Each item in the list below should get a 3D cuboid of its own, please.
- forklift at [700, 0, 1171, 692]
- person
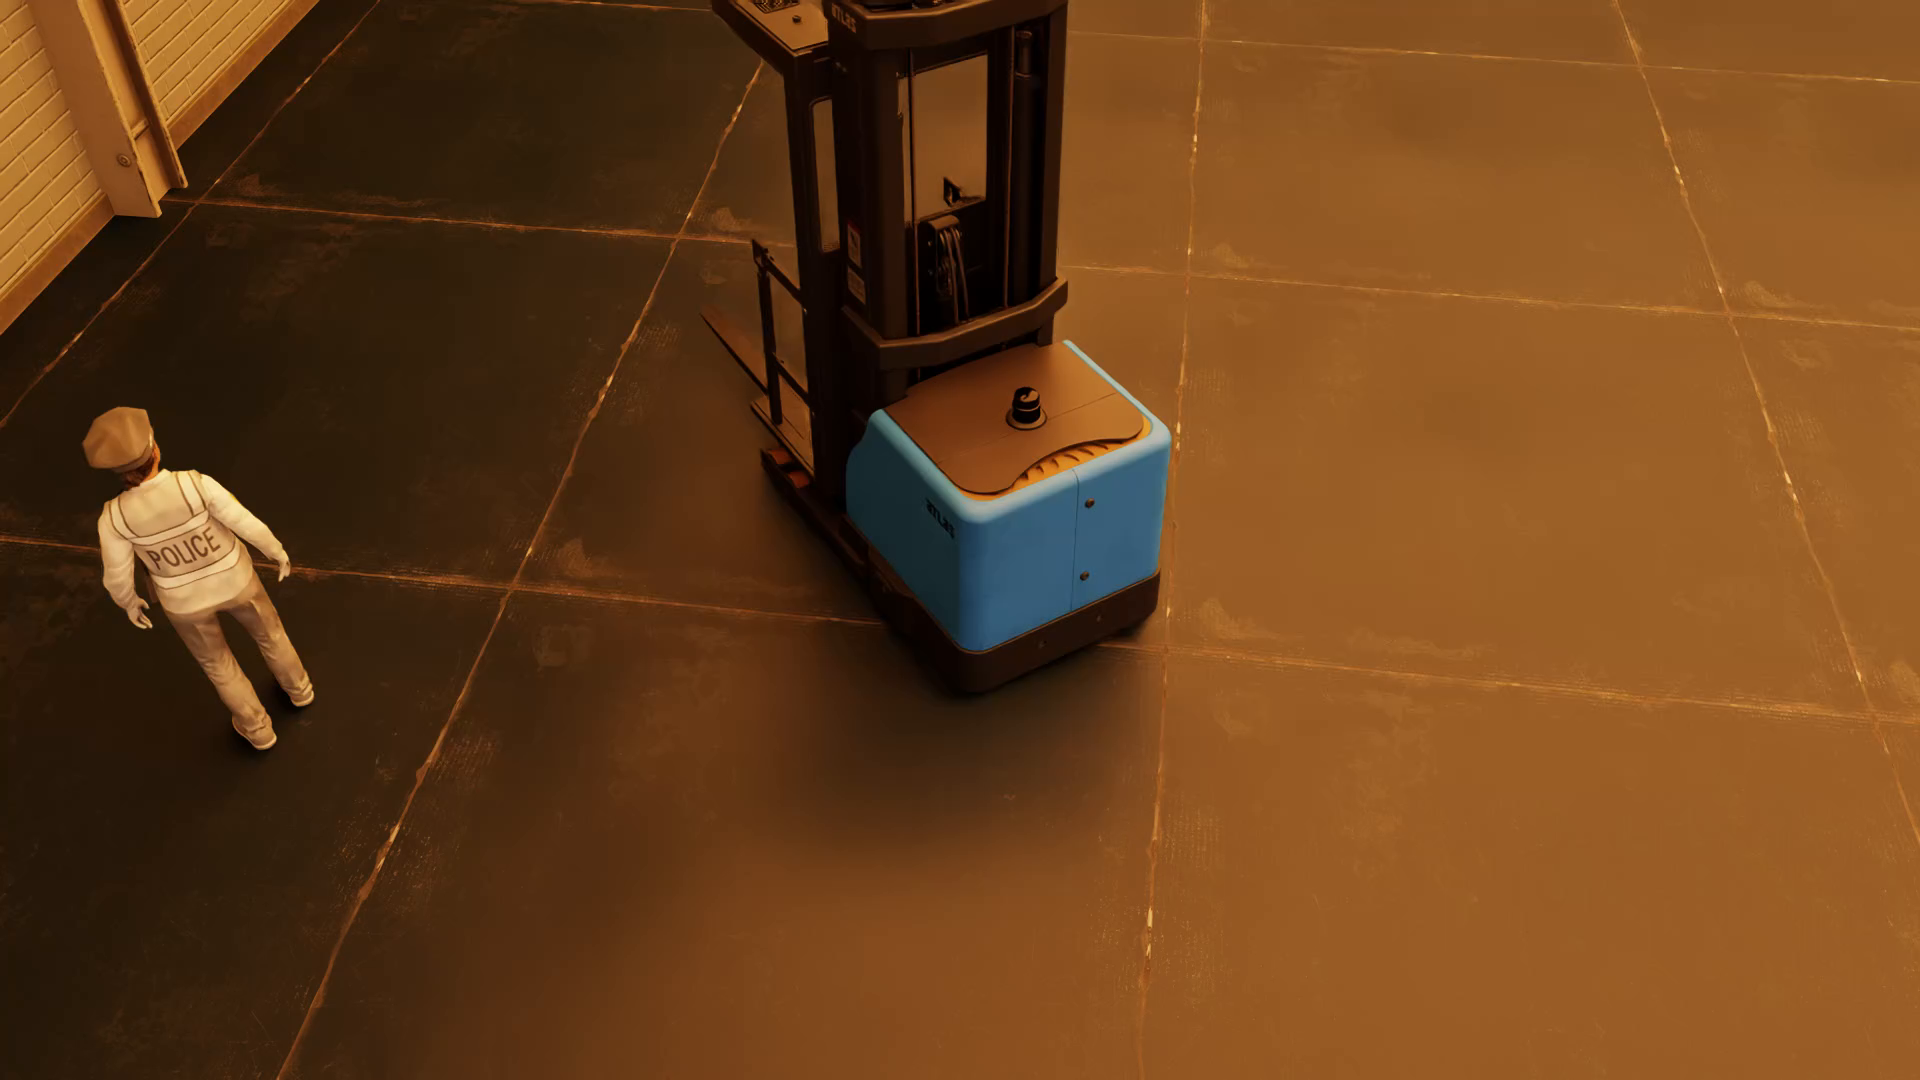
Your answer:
[{"bbox_3d":[-0.318,-1.408,7.257,1.130,2.935,3.031,-23,47,-23],"label":"forklift"},{"bbox_3d":[-2.967,0.135,6.501,0.636,1.685,0.480,-22,47,-23],"label":"person"}]
